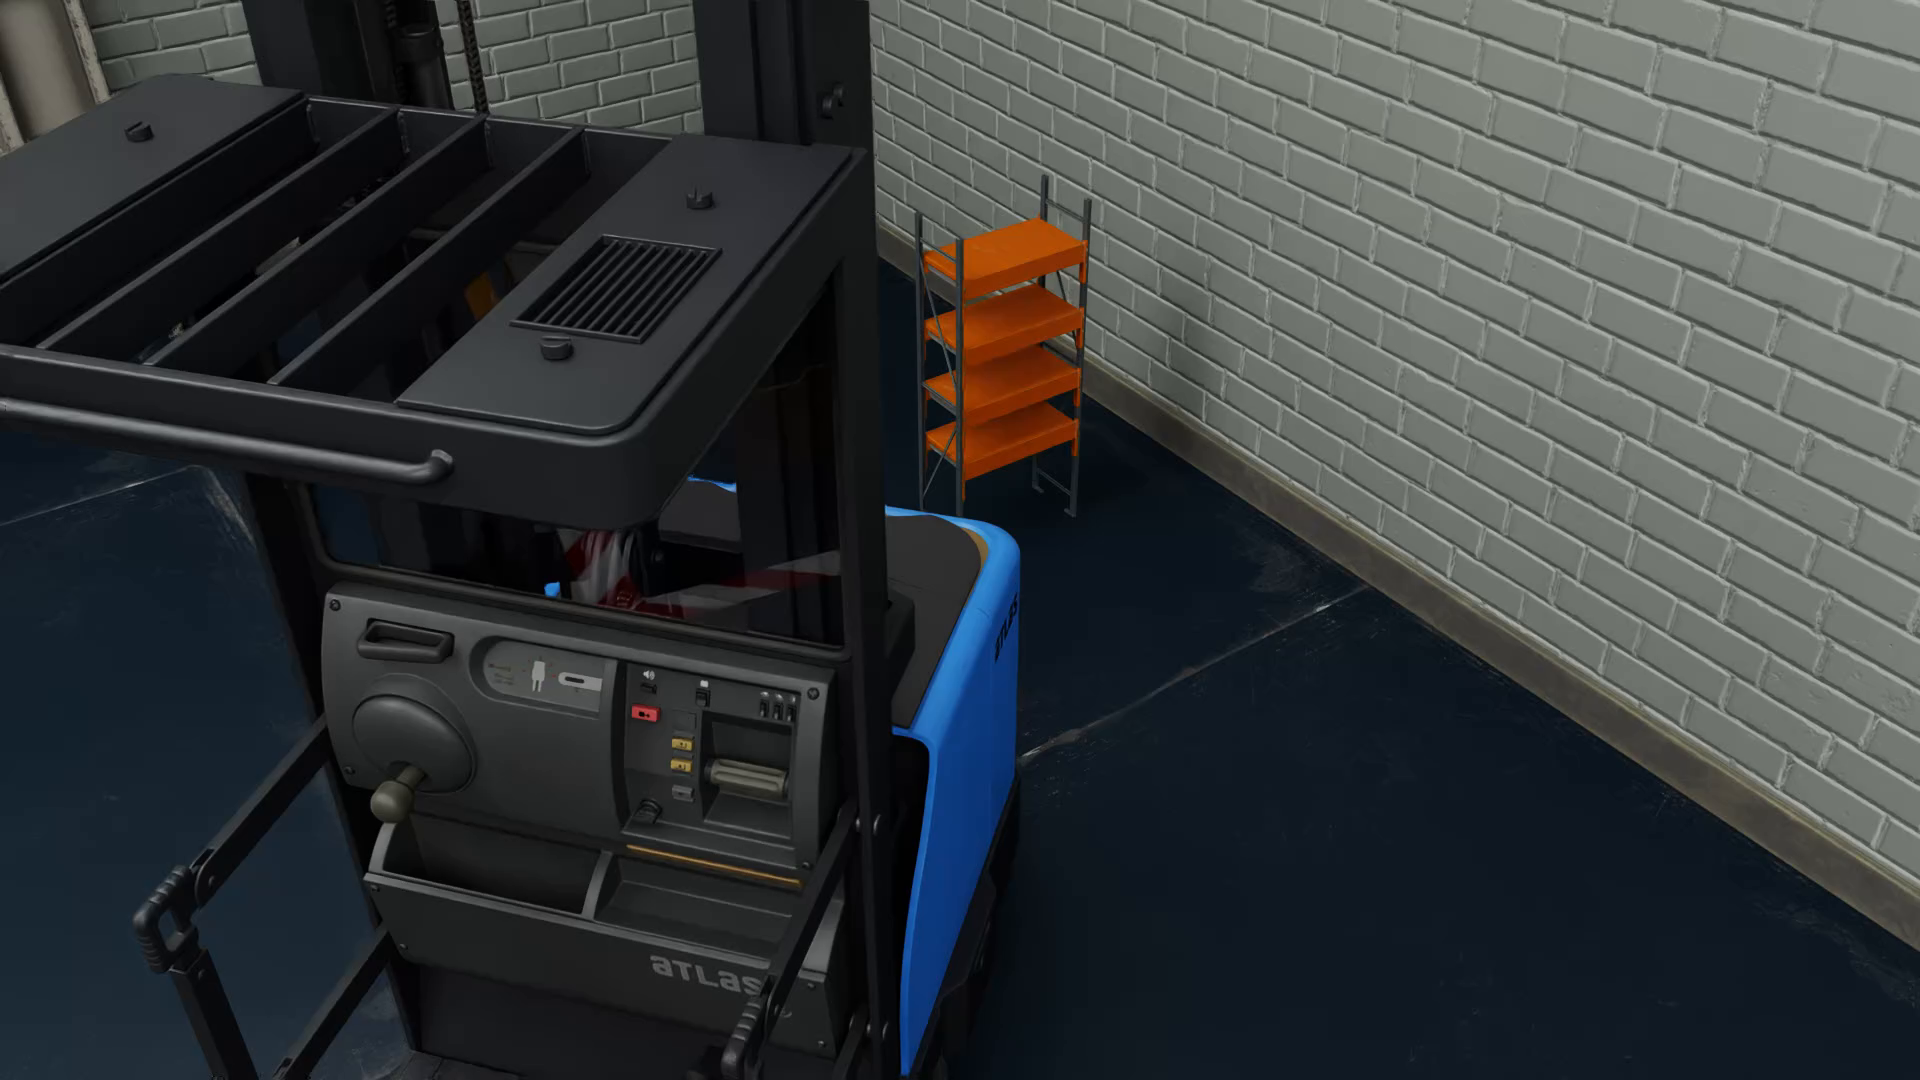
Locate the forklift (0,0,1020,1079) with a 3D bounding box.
[{"bbox_3d":[-0.725,0.401,2.682,1.130,2.935,3.031,9,37,12],"label":"forklift"}]

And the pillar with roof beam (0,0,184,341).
[{"bbox_3d":[-0.993,-2.449,1.448,0.400,9.000,9.100,-22,41,-28],"label":"pillar with roof beam"}]

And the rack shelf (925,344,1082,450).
[{"bbox_3d":[0.135,-0.488,5.516,0.480,0.148,0.258,-22,41,-28],"label":"rack shelf"}]

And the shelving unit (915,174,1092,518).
[{"bbox_3d":[0.135,-0.543,5.477,0.503,1.200,0.258,-22,41,-28],"label":"shelving unit"}]

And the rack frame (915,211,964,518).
[{"bbox_3d":[-0.064,-0.461,5.363,0.015,1.200,0.240,-22,41,-28],"label":"rack frame"}]

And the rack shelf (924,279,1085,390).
[{"bbox_3d":[0.135,-0.670,5.386,0.480,0.148,0.258,-22,41,-28],"label":"rack shelf"}]

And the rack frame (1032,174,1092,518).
[{"bbox_3d":[0.335,-0.625,5.591,0.015,1.200,0.240,-22,41,-28],"label":"rack frame"}]

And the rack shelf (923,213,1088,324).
[{"bbox_3d":[0.135,-0.862,5.248,0.480,0.148,0.258,-22,41,-28],"label":"rack shelf"}]

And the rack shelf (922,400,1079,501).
[{"bbox_3d":[0.135,-0.327,5.632,0.480,0.148,0.258,-22,41,-28],"label":"rack shelf"}]
